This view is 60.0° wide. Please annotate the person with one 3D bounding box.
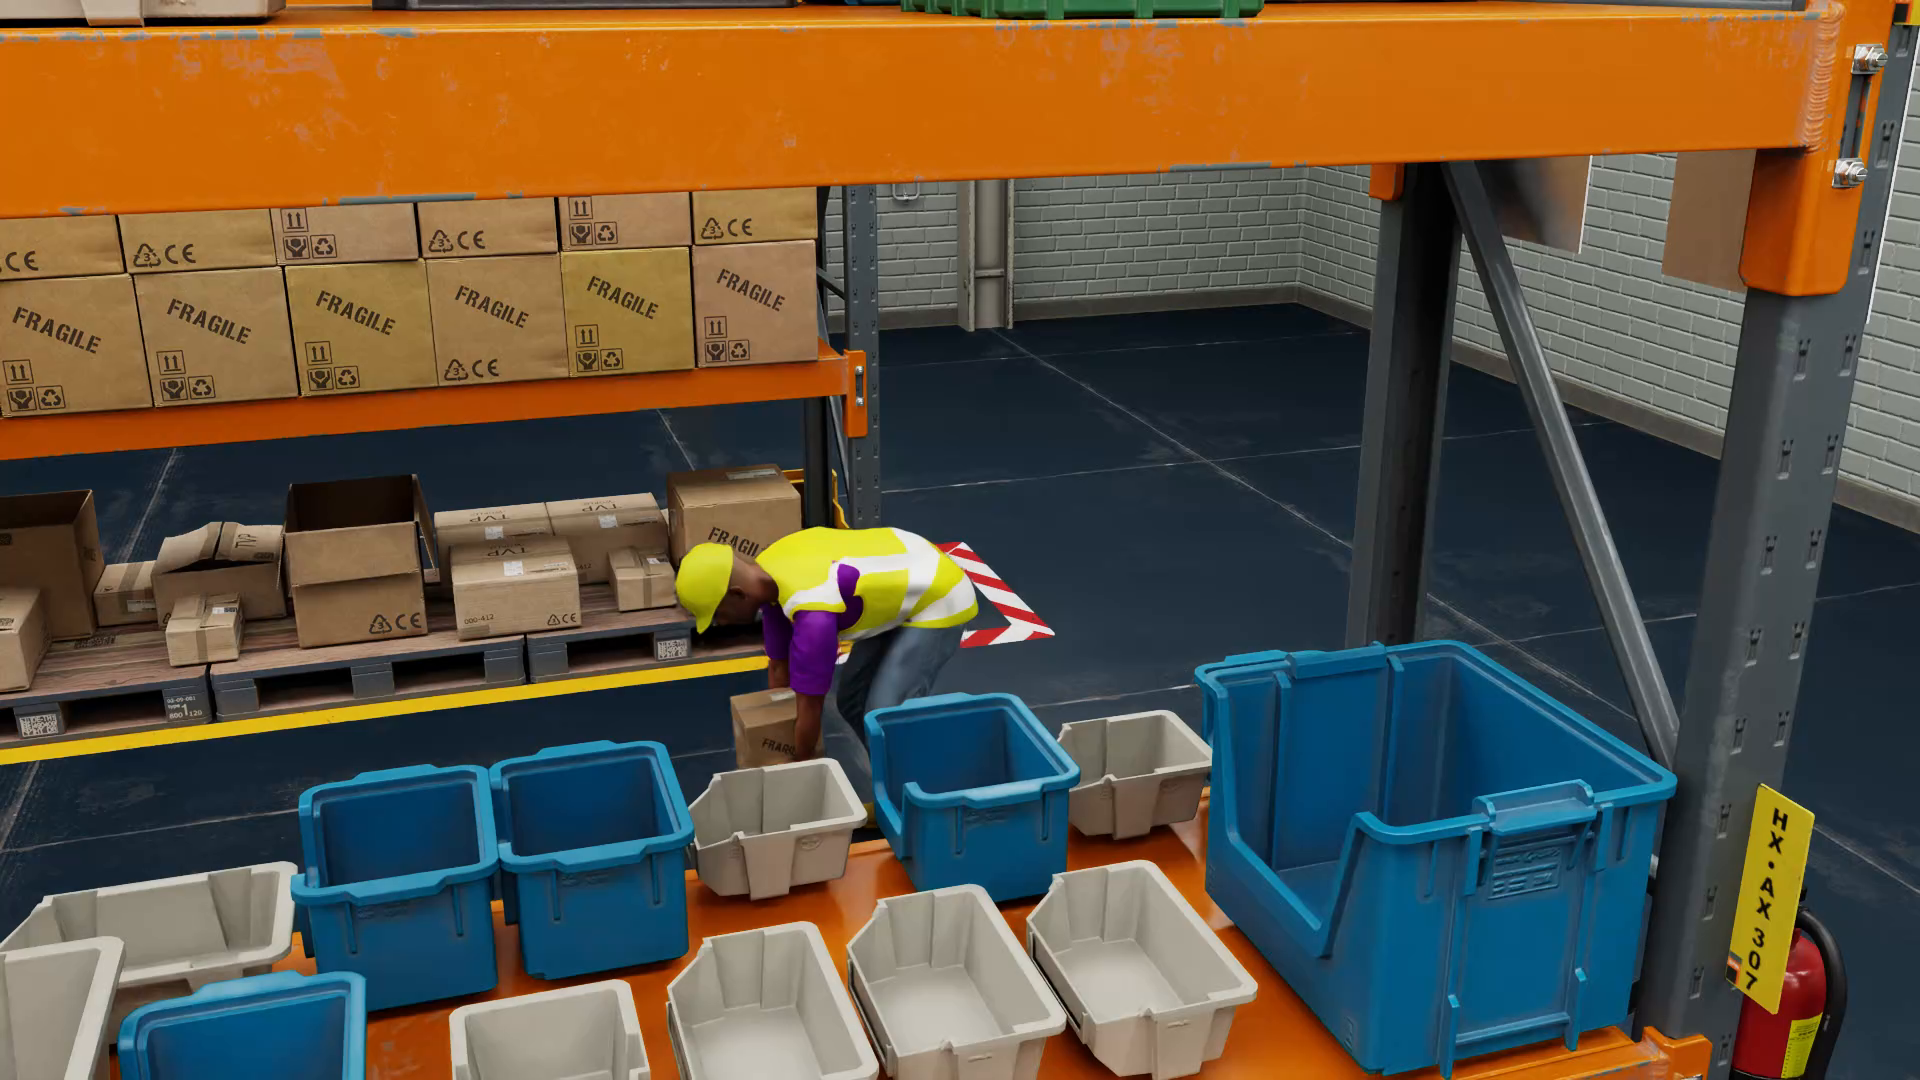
[{"bbox_3d":[-0.427,0.515,5.480,0.974,1.148,0.477,-7,20,-19],"label":"person"}]
